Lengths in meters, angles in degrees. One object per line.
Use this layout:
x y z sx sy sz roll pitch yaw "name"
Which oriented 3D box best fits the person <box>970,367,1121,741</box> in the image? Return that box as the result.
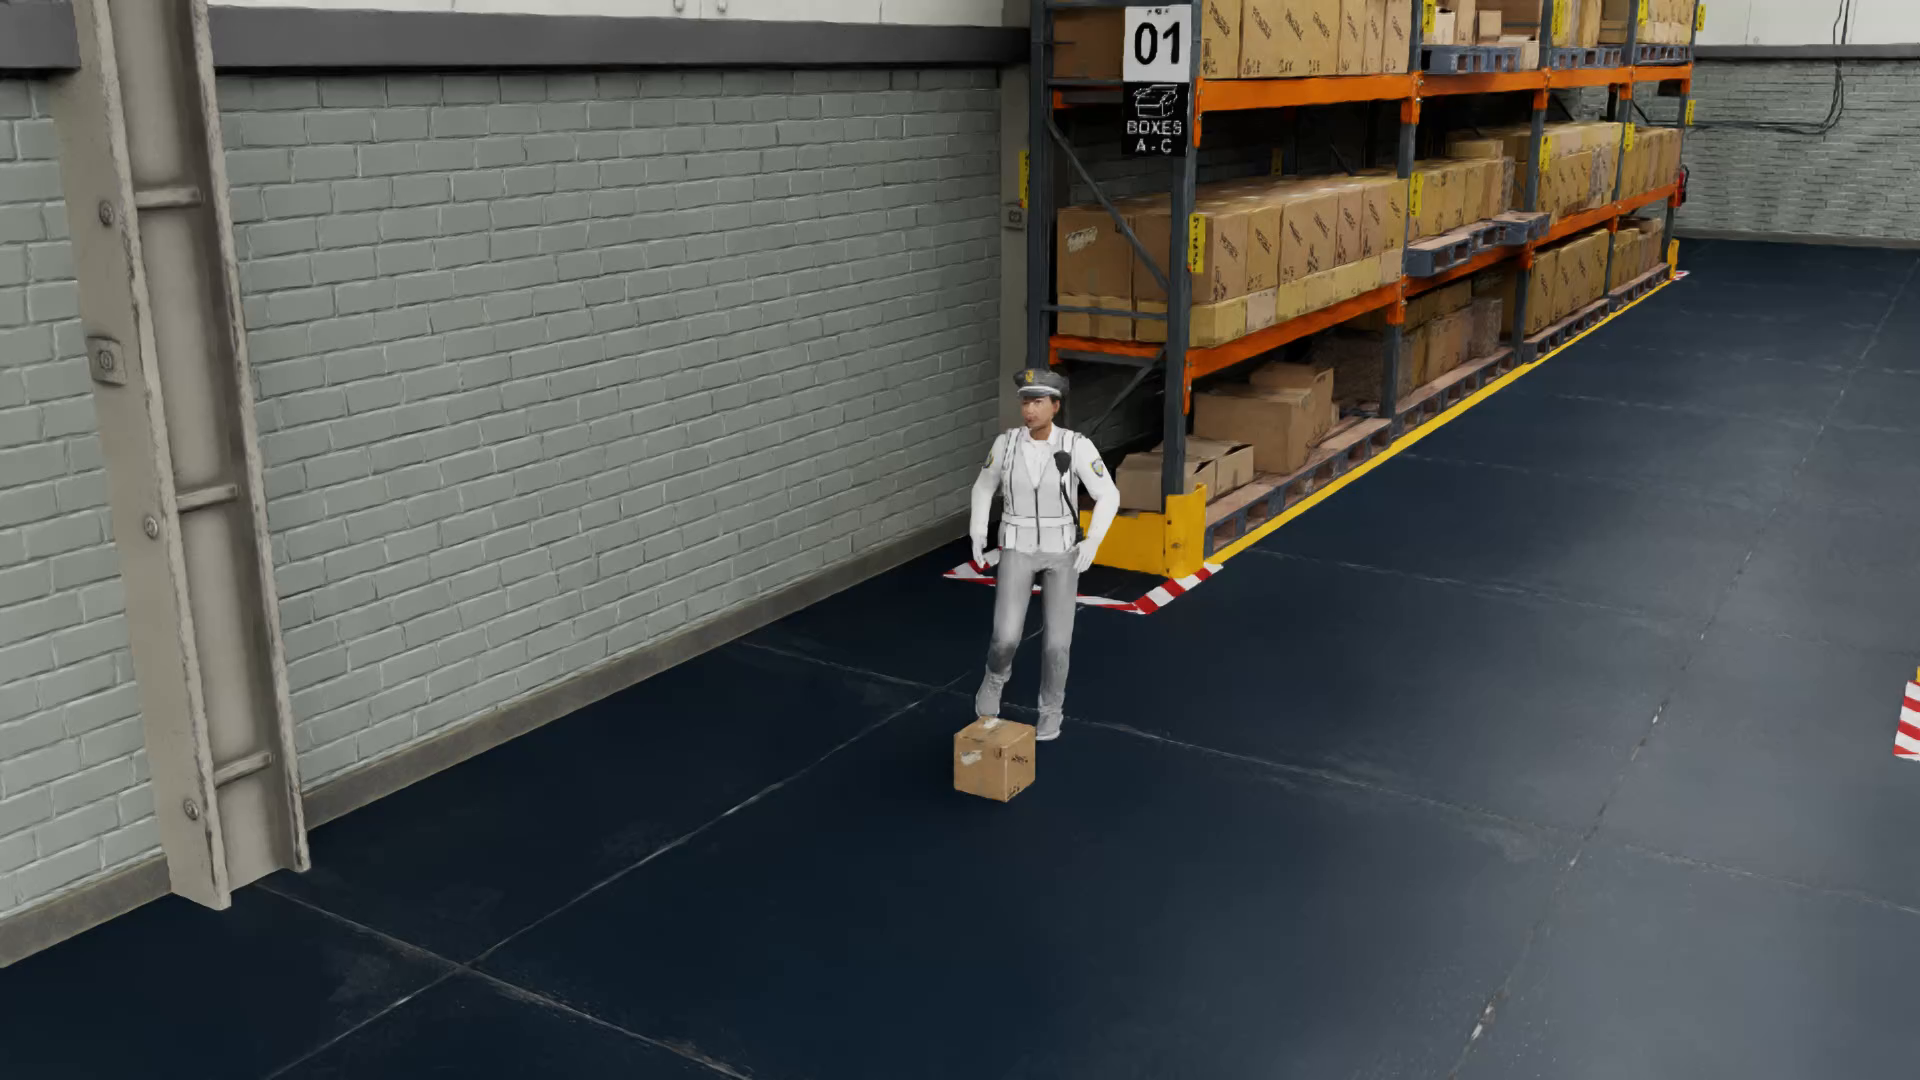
0.367 0.073 7.301 0.661 1.667 0.465 1 16 4 "person"
